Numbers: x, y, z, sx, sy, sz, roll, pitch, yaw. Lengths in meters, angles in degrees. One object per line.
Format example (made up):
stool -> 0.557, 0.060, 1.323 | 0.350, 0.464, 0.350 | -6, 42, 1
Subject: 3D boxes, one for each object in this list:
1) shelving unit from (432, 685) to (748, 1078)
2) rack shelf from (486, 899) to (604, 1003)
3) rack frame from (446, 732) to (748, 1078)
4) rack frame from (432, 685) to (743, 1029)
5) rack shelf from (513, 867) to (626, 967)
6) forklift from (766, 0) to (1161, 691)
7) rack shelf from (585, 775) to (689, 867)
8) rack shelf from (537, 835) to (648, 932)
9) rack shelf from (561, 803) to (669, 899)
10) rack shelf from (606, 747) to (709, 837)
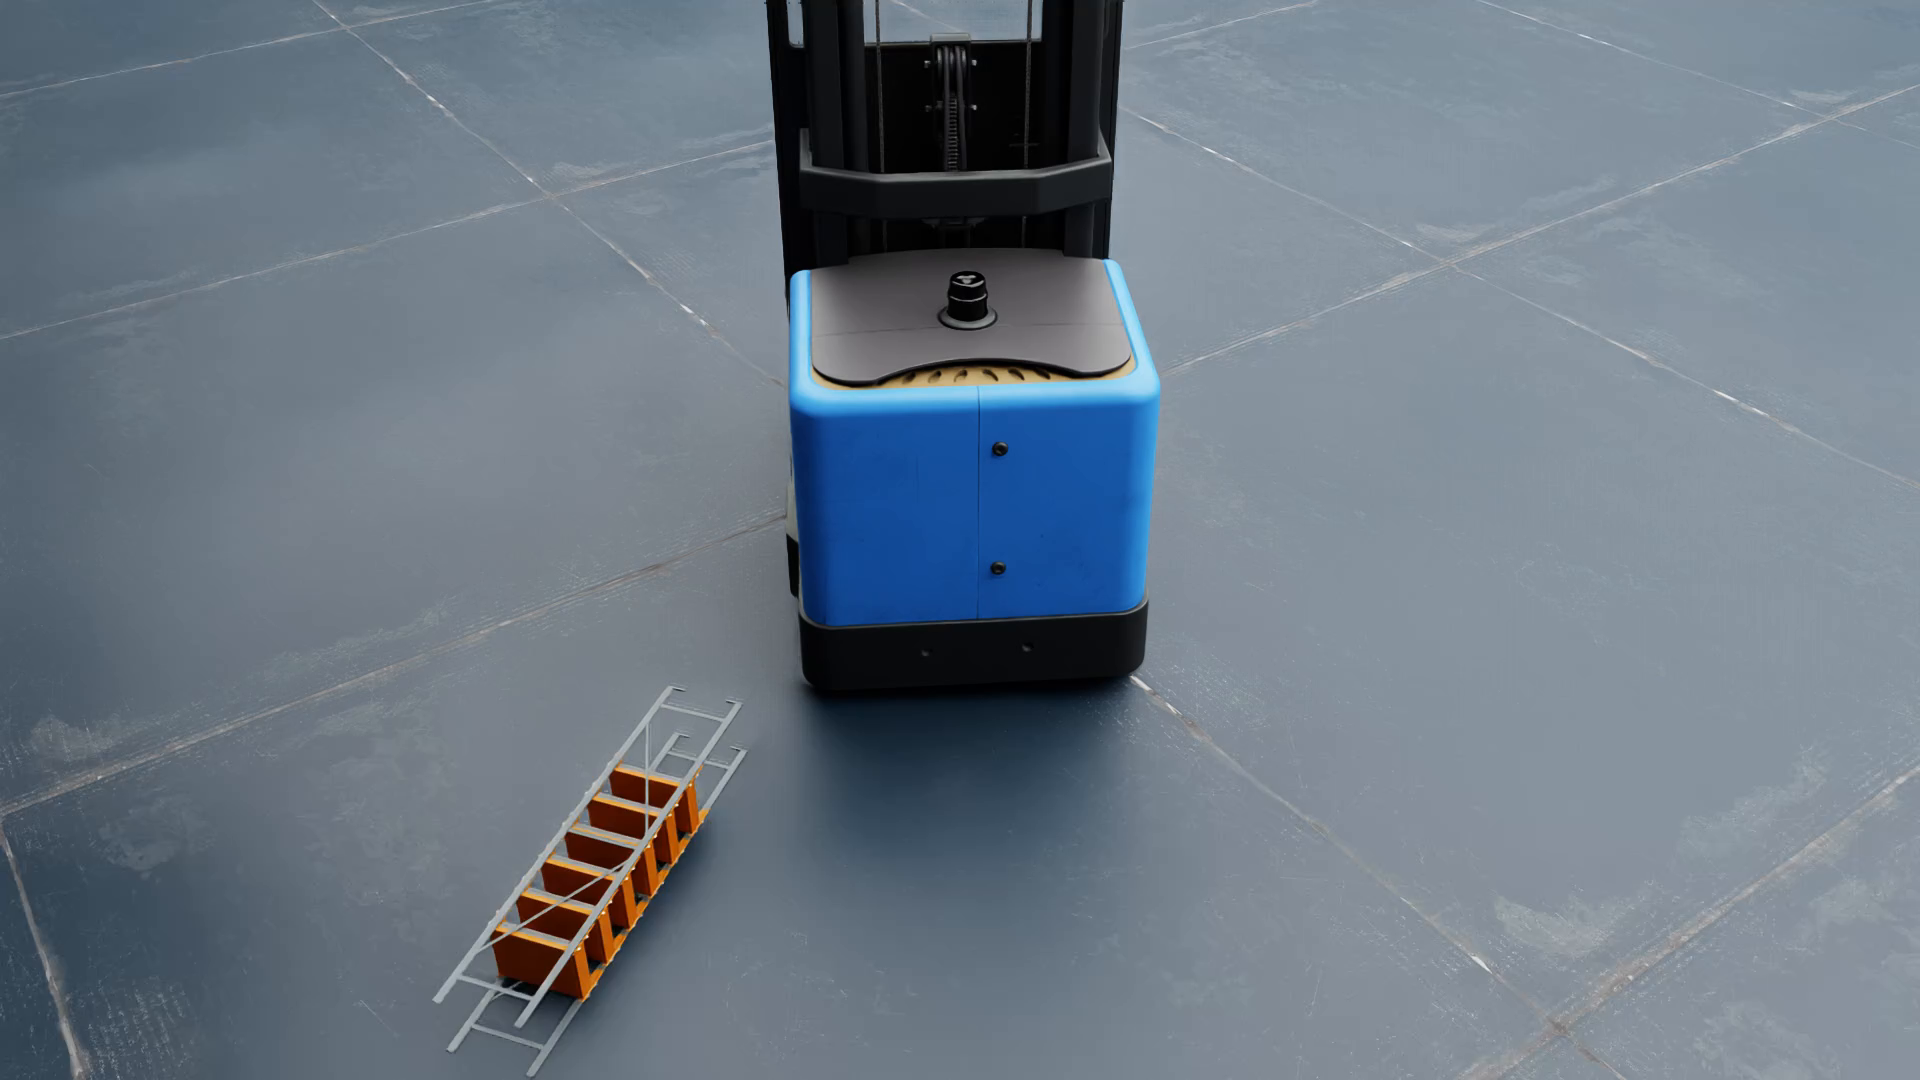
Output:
shelving unit -> -0.933, 0.853, 4.398 | 0.258, 0.189, 1.200 | 11, 37, 15
rack shelf -> -1.037, 1.027, 4.156 | 0.258, 0.180, 0.103 | 11, 37, 15
rack frame -> -0.933, 0.927, 4.452 | 0.240, 0.006, 1.200 | 11, 37, 15
rack frame -> -0.933, 0.779, 4.345 | 0.240, 0.006, 1.200 | 11, 37, 15
rack shelf -> -0.997, 0.961, 4.248 | 0.258, 0.180, 0.103 | 11, 37, 15
forklift -> -0.067, -1.578, 5.434 | 1.130, 2.935, 3.031 | -3, 36, -4
rack shelf -> -0.879, 0.762, 4.524 | 0.258, 0.180, 0.103 | 11, 37, 15
rack shelf -> -0.958, 0.895, 4.340 | 0.258, 0.180, 0.103 | 11, 37, 15
rack shelf -> -0.918, 0.828, 4.432 | 0.258, 0.180, 0.103 | 11, 37, 15
rack shelf -> -0.839, 0.696, 4.616 | 0.258, 0.180, 0.103 | 11, 37, 15
